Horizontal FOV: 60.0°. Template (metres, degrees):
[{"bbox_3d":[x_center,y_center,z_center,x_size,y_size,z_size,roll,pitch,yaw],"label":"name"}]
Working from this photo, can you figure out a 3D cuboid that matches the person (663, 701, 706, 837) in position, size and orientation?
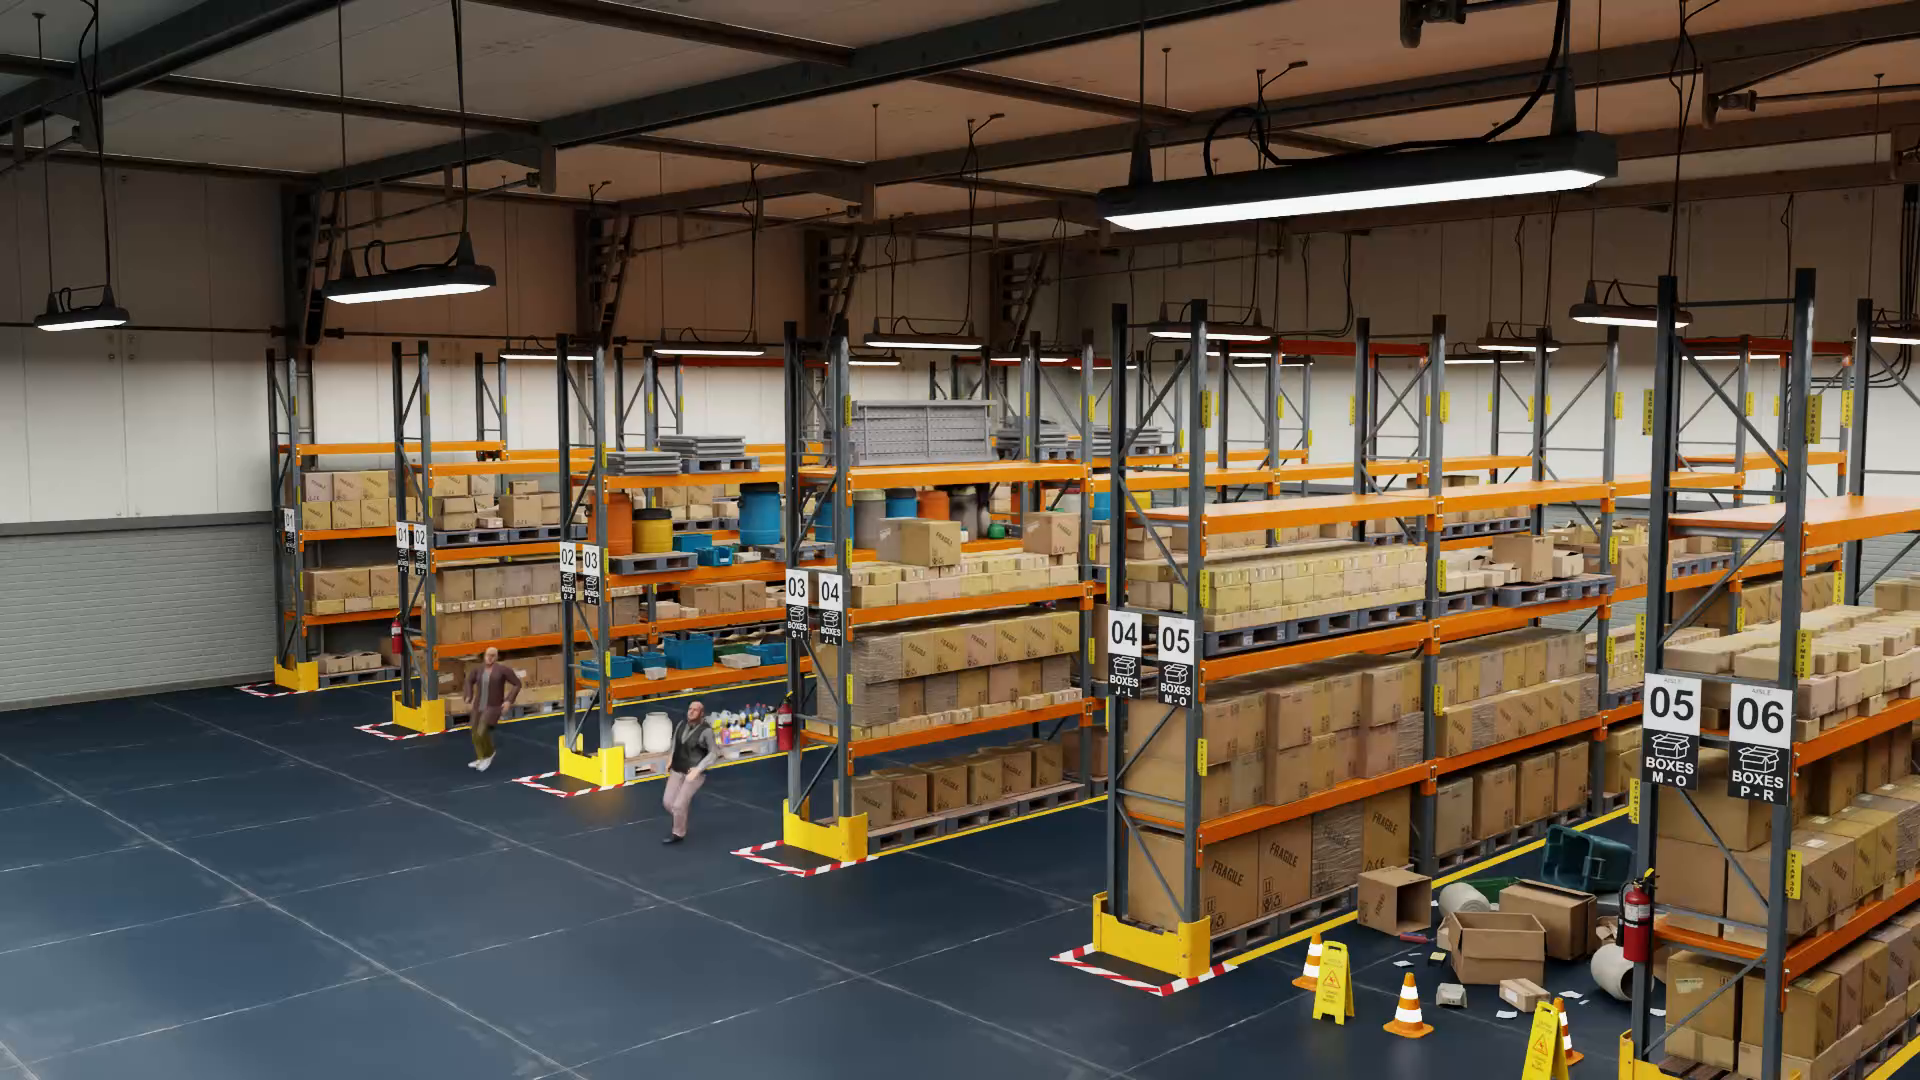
[{"bbox_3d":[-3.170,2.694,19.202,0.604,1.530,0.488,2,5,26],"label":"person"}]

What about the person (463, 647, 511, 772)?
[{"bbox_3d":[-6.475,2.328,22.876,0.736,1.733,0.601,2,5,18],"label":"person"}]
